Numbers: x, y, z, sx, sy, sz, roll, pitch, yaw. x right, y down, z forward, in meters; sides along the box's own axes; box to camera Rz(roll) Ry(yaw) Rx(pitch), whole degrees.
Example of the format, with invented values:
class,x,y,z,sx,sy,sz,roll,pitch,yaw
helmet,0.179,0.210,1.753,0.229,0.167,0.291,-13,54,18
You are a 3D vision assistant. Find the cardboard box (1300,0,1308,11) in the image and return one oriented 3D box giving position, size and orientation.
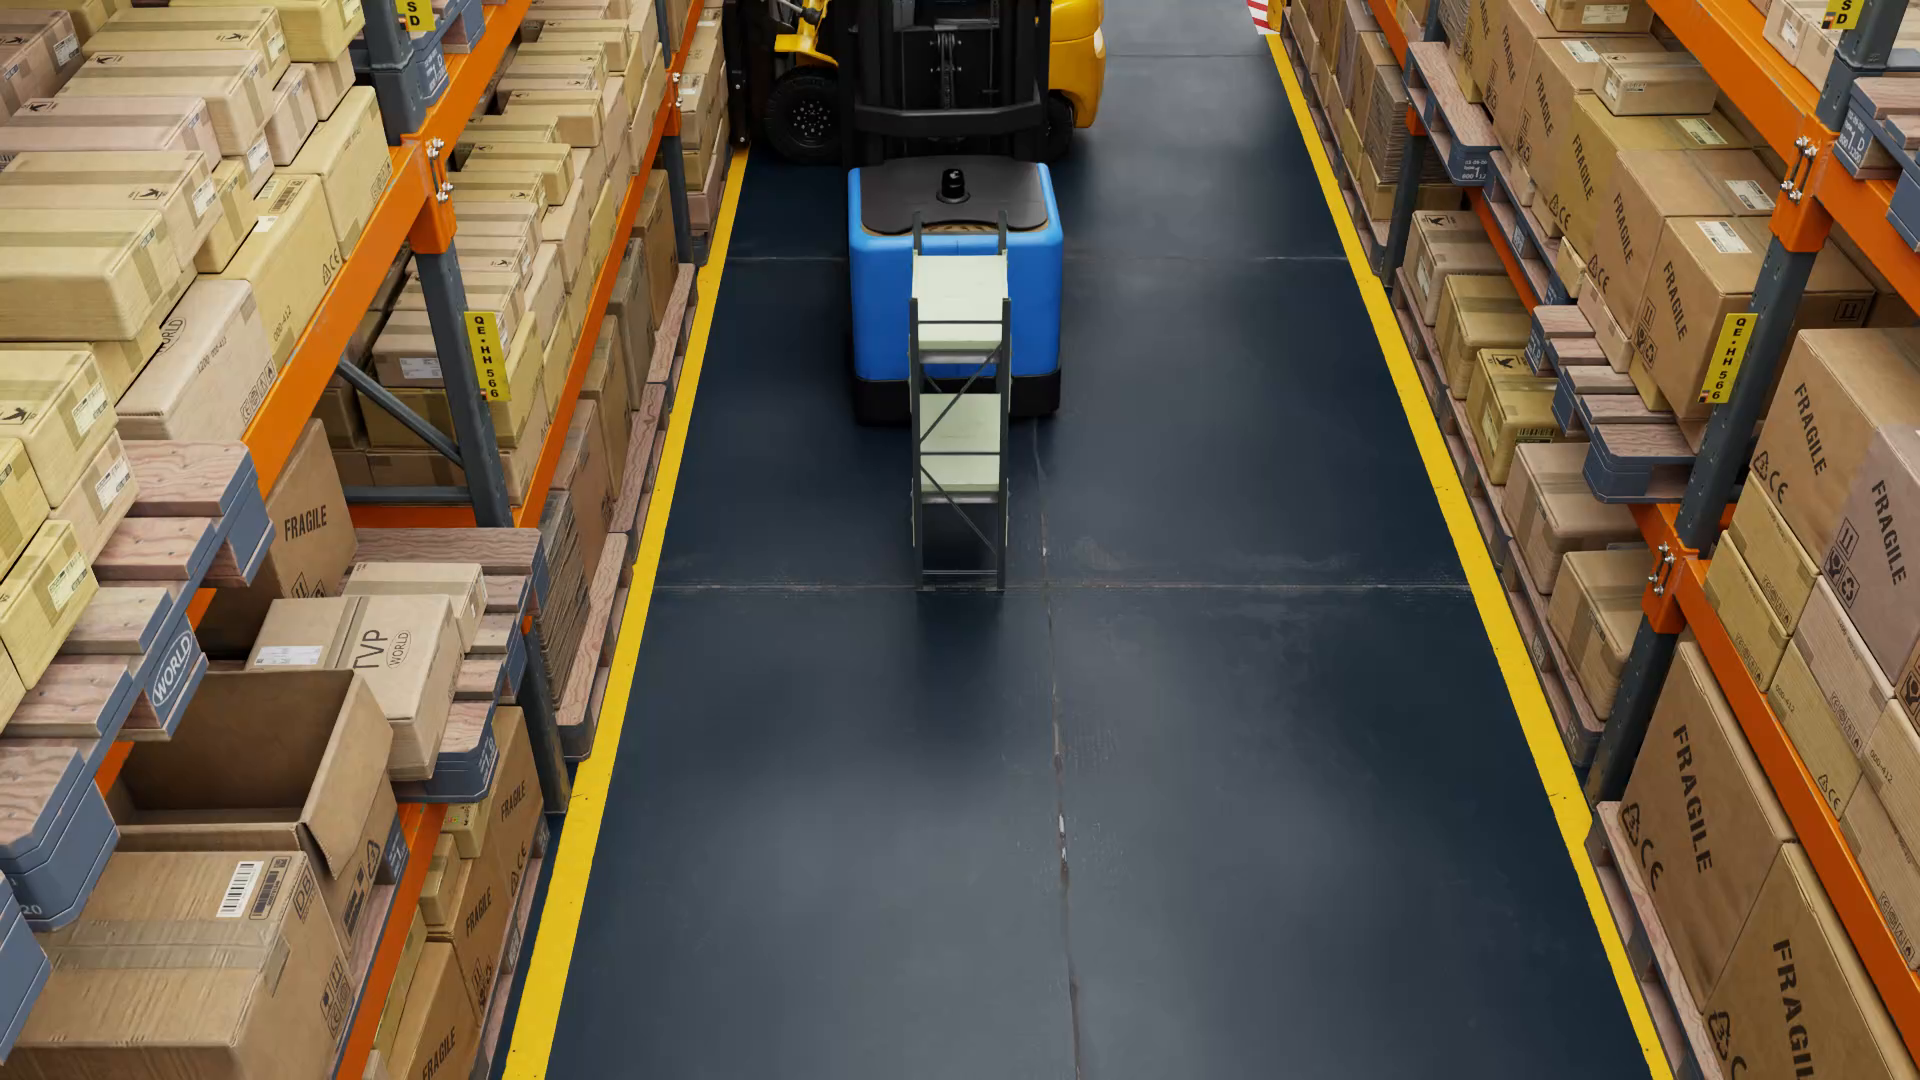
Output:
class,x,y,z,sx,sy,sz,roll,pitch,yaw
cardboard box,2.658,-4.017,11.627,0.500,0.500,0.500,-1,39,-2

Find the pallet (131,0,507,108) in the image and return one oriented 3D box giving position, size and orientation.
class,x,y,z,sx,sy,sz,roll,pitch,yaw
pallet,-2.112,-1.665,5.182,1.213,0.211,1.003,2,39,2

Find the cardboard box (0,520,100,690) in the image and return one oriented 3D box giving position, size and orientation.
class,x,y,z,sx,sy,sz,roll,pitch,yaw
cardboard box,-1.614,0.097,2.617,0.380,0.149,0.250,1,39,1

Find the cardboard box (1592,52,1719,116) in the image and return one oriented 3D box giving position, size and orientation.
class,x,y,z,sx,sy,sz,roll,pitch,yaw
cardboard box,2.658,-1.745,6.357,0.380,0.149,0.250,-2,39,-2

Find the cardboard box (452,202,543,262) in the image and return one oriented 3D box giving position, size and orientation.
class,x,y,z,sx,sy,sz,roll,pitch,yaw
cardboard box,-1.768,-1.127,6.159,0.380,0.149,0.250,0,39,0

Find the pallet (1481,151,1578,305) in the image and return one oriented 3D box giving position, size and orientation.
class,x,y,z,sx,sy,sz,roll,pitch,yaw
pallet,2.899,-1.313,7.143,1.003,0.211,1.213,0,39,0

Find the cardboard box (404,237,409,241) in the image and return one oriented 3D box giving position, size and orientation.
class,x,y,z,sx,sy,sz,roll,pitch,yaw
cardboard box,-2.300,-1.194,6.562,0.500,0.250,0.500,0,39,0

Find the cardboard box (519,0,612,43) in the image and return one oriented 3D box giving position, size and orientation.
class,x,y,z,sx,sy,sz,roll,pitch,yaw
cardboard box,-1.837,-2.410,7.760,0.380,0.149,0.250,0,39,0

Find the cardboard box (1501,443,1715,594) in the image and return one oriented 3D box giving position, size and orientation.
class,x,y,z,sx,sy,sz,roll,pitch,yaw
cardboard box,2.943,-0.103,7.246,0.950,0.372,0.625,-1,39,-1

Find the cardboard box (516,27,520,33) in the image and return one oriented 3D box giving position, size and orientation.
class,x,y,z,sx,sy,sz,roll,pitch,yaw
cardboard box,-2.282,-2.465,8.147,0.500,0.250,0.500,-1,39,-1

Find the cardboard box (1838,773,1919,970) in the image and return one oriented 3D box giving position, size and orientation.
class,x,y,z,sx,sy,sz,roll,pitch,yaw
cardboard box,2.704,0.864,4.393,0.500,0.250,0.500,1,39,1

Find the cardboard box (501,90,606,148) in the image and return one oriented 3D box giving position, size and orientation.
class,x,y,z,sx,sy,sz,roll,pitch,yaw
cardboard box,-1.695,-1.760,6.948,0.380,0.149,0.250,-1,39,-1

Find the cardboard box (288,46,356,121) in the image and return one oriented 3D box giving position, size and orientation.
class,x,y,z,sx,sy,sz,roll,pitch,yaw
cardboard box,-1.780,-1.190,4.239,0.380,0.149,0.250,1,39,1

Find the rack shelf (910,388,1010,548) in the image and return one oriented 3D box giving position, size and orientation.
class,x,y,z,sx,sy,sz,roll,pitch,yaw
rack shelf,0.000,-0.335,7.490,0.431,0.370,0.720,0,39,0

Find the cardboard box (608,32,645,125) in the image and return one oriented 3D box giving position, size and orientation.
class,x,y,z,sx,sy,sz,roll,pitch,yaw
cardboard box,-1.762,-2.154,7.759,0.500,0.250,0.500,-1,39,-1

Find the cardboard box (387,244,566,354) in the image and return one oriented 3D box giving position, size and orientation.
class,x,y,z,sx,sy,sz,roll,pitch,yaw
cardboard box,-1.777,-0.872,6.159,0.500,0.250,0.500,1,39,1

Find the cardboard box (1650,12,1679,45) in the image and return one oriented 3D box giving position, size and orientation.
class,x,y,z,sx,sy,sz,roll,pitch,yaw
cardboard box,3.164,-2.049,7.255,0.500,0.500,0.500,1,39,1

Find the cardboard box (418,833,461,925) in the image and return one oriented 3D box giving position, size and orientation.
class,x,y,z,sx,sy,sz,roll,pitch,yaw
cardboard box,-1.780,1.058,5.175,0.380,0.149,0.250,-1,39,-2

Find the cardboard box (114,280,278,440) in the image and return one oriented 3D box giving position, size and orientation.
class,x,y,z,sx,sy,sz,roll,pitch,yaw
cardboard box,-1.776,-0.308,3.457,0.500,0.250,0.500,0,39,0

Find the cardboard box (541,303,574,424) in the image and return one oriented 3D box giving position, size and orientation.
class,x,y,z,sx,sy,sz,roll,pitch,yaw
cardboard box,-1.773,-0.678,6.317,0.500,0.250,0.500,-1,39,-1

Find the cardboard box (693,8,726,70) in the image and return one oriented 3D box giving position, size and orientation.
class,x,y,z,sx,sy,sz,roll,pitch,yaw
cardboard box,-1.715,-3.060,10.234,0.500,0.250,0.500,1,39,1

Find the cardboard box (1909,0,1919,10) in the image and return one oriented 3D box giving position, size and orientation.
class,x,y,z,sx,sy,sz,roll,pitch,yaw
cardboard box,3.112,-1.625,5.088,0.396,0.266,0.258,0,39,0

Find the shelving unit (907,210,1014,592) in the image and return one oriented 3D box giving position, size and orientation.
class,x,y,z,sx,sy,sz,roll,pitch,yaw
shelving unit,0.000,-0.589,7.286,0.431,1.500,0.755,0,39,0

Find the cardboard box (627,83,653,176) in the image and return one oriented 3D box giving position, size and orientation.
class,x,y,z,sx,sy,sz,roll,pitch,yaw
cardboard box,-1.758,-1.958,7.914,0.500,0.250,0.500,0,39,0

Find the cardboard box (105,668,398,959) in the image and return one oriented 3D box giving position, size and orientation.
class,x,y,z,sx,sy,sz,roll,pitch,yaw
cardboard box,-1.835,0.672,4.094,0.797,0.503,0.637,-1,39,-1

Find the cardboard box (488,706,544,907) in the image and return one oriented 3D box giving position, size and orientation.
class,x,y,z,sx,sy,sz,roll,pitch,yaw
cardboard box,-1.806,0.932,5.852,0.500,0.500,0.500,1,39,1

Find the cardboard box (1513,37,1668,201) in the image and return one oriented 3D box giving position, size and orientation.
class,x,y,z,sx,sy,sz,roll,pitch,yaw
cardboard box,2.651,-1.733,6.861,0.500,0.500,0.500,-2,39,-2

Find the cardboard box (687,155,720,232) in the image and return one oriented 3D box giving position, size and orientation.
class,x,y,z,sx,sy,sz,roll,pitch,yaw
cardboard box,-1.695,-2.039,9.759,0.500,0.250,0.500,0,39,0

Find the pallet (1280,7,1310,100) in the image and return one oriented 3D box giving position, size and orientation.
class,x,y,z,sx,sy,sz,roll,pitch,yaw
pallet,2.899,-3.509,11.960,1.003,0.211,1.213,0,39,0

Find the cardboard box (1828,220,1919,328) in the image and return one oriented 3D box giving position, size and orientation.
class,x,y,z,sx,sy,sz,roll,pitch,yaw
cardboard box,3.173,-0.751,5.634,0.500,0.500,0.500,-1,39,-1

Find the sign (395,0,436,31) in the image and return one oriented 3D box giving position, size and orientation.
class,x,y,z,sx,sy,sz,roll,pitch,yaw
sign,-1.479,-1.516,4.430,0.100,0.325,0.005,0,39,0

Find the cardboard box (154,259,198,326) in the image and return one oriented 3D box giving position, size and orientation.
class,x,y,z,sx,sy,sz,roll,pitch,yaw
cardboard box,-1.830,-0.552,3.443,0.380,0.149,0.250,0,39,0

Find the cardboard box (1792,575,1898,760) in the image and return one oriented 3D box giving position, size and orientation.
class,x,y,z,sx,sy,sz,roll,pitch,yaw
cardboard box,2.695,0.354,4.630,0.500,0.250,0.500,1,39,1

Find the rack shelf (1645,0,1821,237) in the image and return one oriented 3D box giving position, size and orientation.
class,x,y,z,sx,sy,sz,roll,pitch,yaw
rack shelf,2.940,-2.291,6.386,1.077,0.370,4.000,0,39,0

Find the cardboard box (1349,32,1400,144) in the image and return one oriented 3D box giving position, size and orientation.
class,x,y,z,sx,sy,sz,roll,pitch,yaw
cardboard box,2.666,-2.723,10.012,0.500,0.500,0.500,1,39,1

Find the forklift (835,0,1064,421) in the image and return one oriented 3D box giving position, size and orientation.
class,x,y,z,sx,sy,sz,roll,pitch,yaw
forklift,-0.101,-2.647,8.709,1.130,2.935,3.031,-2,39,-3

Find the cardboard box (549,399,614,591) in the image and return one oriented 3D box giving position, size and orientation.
class,x,y,z,sx,sy,sz,roll,pitch,yaw
cardboard box,-2.017,-0.180,7.139,0.875,0.625,0.625,1,39,1

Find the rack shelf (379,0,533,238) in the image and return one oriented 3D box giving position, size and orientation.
class,x,y,z,sx,sy,sz,roll,pitch,yaw
rack shelf,-2.024,-2.285,6.379,1.077,0.370,4.000,0,39,0

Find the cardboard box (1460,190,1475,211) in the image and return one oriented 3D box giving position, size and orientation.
class,x,y,z,sx,sy,sz,roll,pitch,yaw
cardboard box,3.207,-2.112,9.849,0.500,0.250,0.500,-2,39,-2

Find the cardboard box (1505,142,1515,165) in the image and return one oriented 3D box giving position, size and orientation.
class,x,y,z,sx,sy,sz,roll,pitch,yaw
cardboard box,2.648,-1.723,7.366,0.380,0.149,0.250,0,39,0

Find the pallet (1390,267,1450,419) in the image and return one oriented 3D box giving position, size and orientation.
class,x,y,z,sx,sy,sz,roll,pitch,yaw
pallet,2.940,-1.077,8.925,1.003,0.211,1.213,0,39,0

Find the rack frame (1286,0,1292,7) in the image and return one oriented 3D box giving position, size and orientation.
class,x,y,z,sx,sy,sz,roll,pitch,yaw
rack frame,2.933,-5.153,11.781,1.000,3.000,0.127,0,39,0

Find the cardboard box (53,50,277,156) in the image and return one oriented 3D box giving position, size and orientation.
class,x,y,z,sx,sy,sz,roll,pitch,yaw
cardboard box,-1.779,-0.982,3.742,0.380,0.149,0.250,-1,39,-2

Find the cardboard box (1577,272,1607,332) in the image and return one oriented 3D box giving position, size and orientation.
class,x,y,z,sx,sy,sz,roll,pitch,yaw
cardboard box,2.597,-0.903,6.344,0.380,0.149,0.250,-2,39,-2

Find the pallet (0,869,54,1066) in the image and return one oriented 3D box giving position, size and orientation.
class,x,y,z,sx,sy,sz,roll,pitch,yaw
pallet,-1.947,0.852,2.040,1.213,0.211,1.003,0,39,0

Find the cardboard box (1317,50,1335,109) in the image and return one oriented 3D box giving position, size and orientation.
class,x,y,z,sx,sy,sz,roll,pitch,yaw
cardboard box,2.664,-3.079,11.056,0.500,0.250,0.500,2,39,3

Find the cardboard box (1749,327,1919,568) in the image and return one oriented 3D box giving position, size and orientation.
class,x,y,z,sx,sy,sz,roll,pitch,yaw
cardboard box,2.698,-0.271,4.810,0.500,0.500,0.500,-1,39,-2

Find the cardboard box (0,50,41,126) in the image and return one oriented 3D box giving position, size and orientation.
class,x,y,z,sx,sy,sz,roll,pitch,yaw
cardboard box,-2.325,-0.985,3.745,0.380,0.149,0.250,0,39,0

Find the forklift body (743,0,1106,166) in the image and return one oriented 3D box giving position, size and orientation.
class,x,y,z,sx,sy,sz,roll,pitch,yaw
forklift body,-0.204,-3.631,10.561,2.313,2.155,1.214,0,39,0

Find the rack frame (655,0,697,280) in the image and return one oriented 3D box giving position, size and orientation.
class,x,y,z,sx,sy,sz,roll,pitch,yaw
rack frame,-2.026,-2.646,8.653,1.000,3.000,0.127,0,39,0

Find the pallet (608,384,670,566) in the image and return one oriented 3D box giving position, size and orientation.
class,x,y,z,sx,sy,sz,roll,pitch,yaw
pallet,-1.982,-0.332,7.995,1.003,0.211,1.213,0,39,0

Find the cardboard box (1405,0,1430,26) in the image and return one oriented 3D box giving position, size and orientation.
class,x,y,z,sx,sy,sz,roll,pitch,yaw
cardboard box,2.689,-3.084,8.882,0.500,0.500,0.500,-1,39,-1
